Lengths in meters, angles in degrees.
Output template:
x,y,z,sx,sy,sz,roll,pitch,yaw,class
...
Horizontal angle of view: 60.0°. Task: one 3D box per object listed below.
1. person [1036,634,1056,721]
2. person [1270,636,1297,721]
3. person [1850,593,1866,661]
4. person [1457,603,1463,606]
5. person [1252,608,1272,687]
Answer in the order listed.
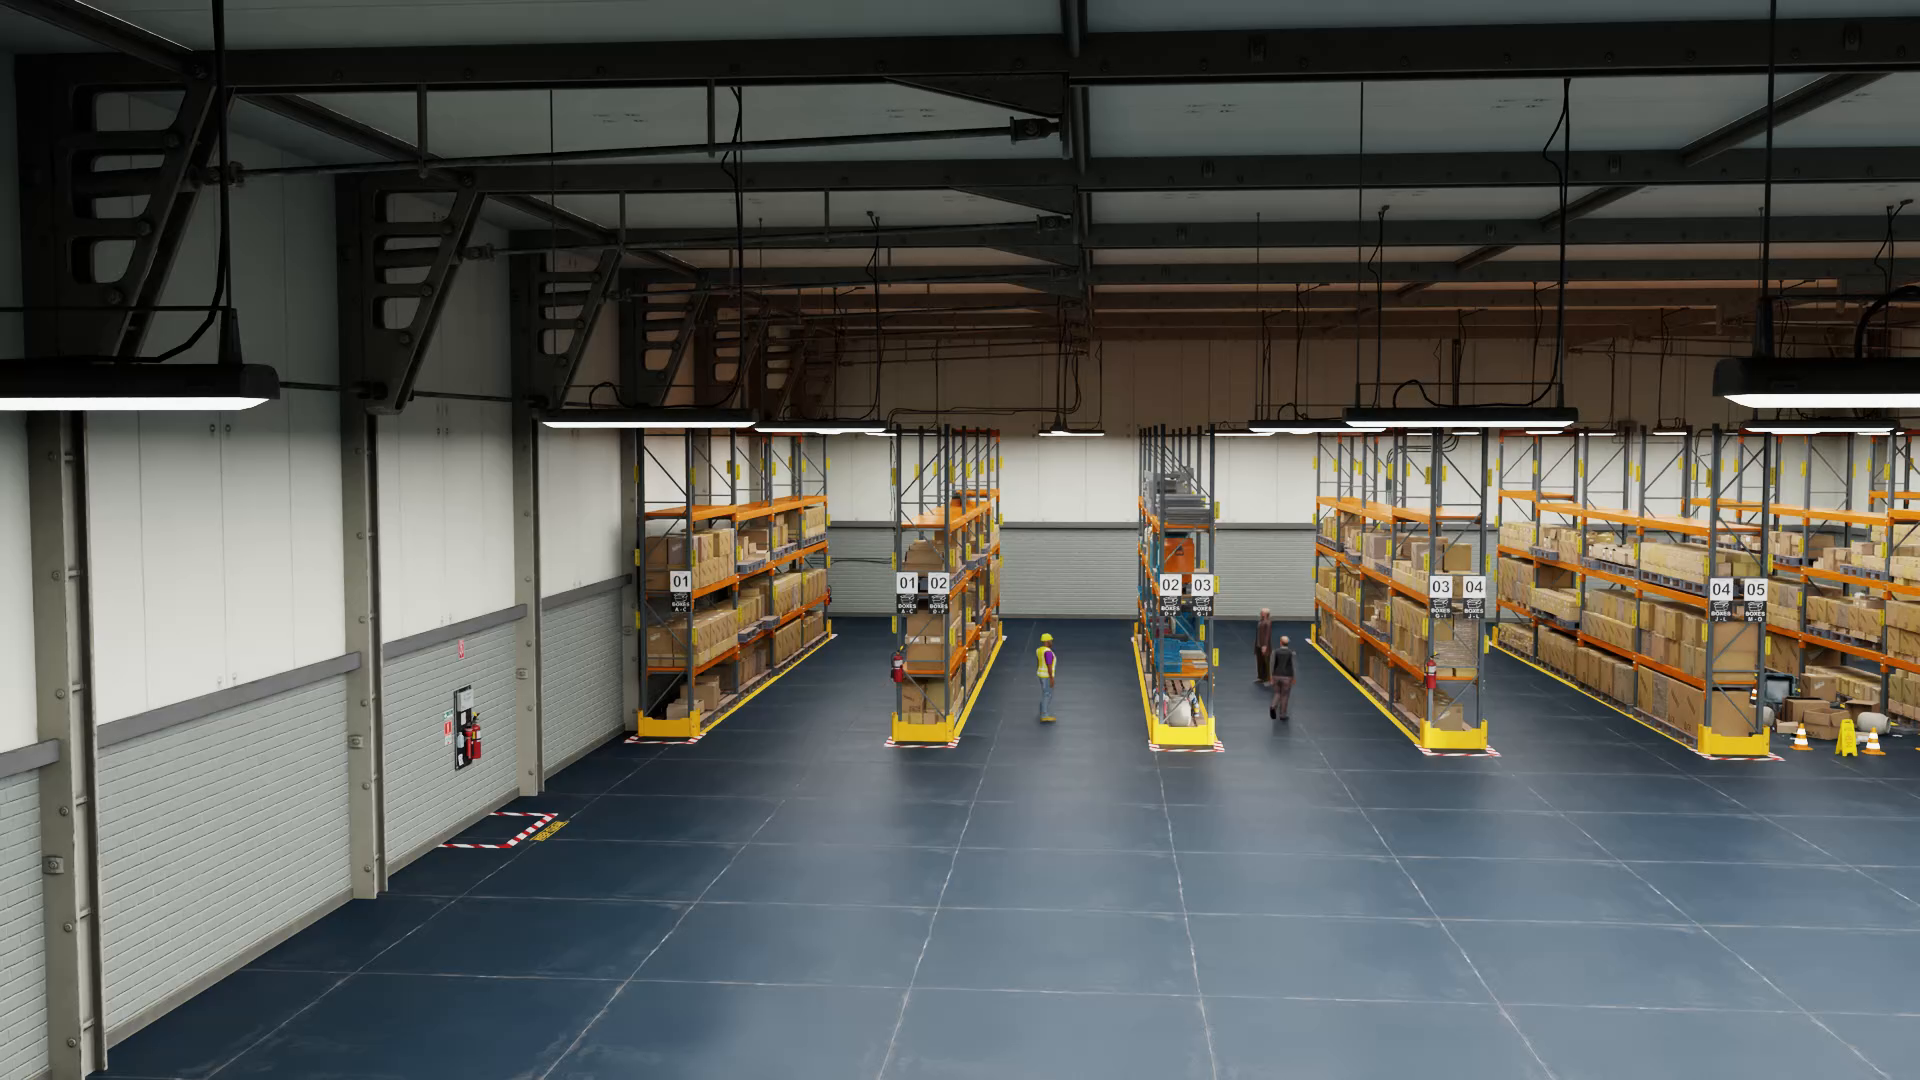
x,y,z,sx,sy,sz,roll,pitch,yaw,class
1.809,2.800,33.765,0.447,1.796,0.623,-1,4,-15,person
6.551,2.801,33.685,0.498,1.707,0.487,3,5,43,person
22.999,2.247,42.629,0.645,1.804,0.610,-1,4,-19,person
14.101,2.074,47.116,0.502,1.572,0.493,-2,4,-29,person
7.068,2.494,38.730,0.423,1.820,0.598,-2,4,-29,person
